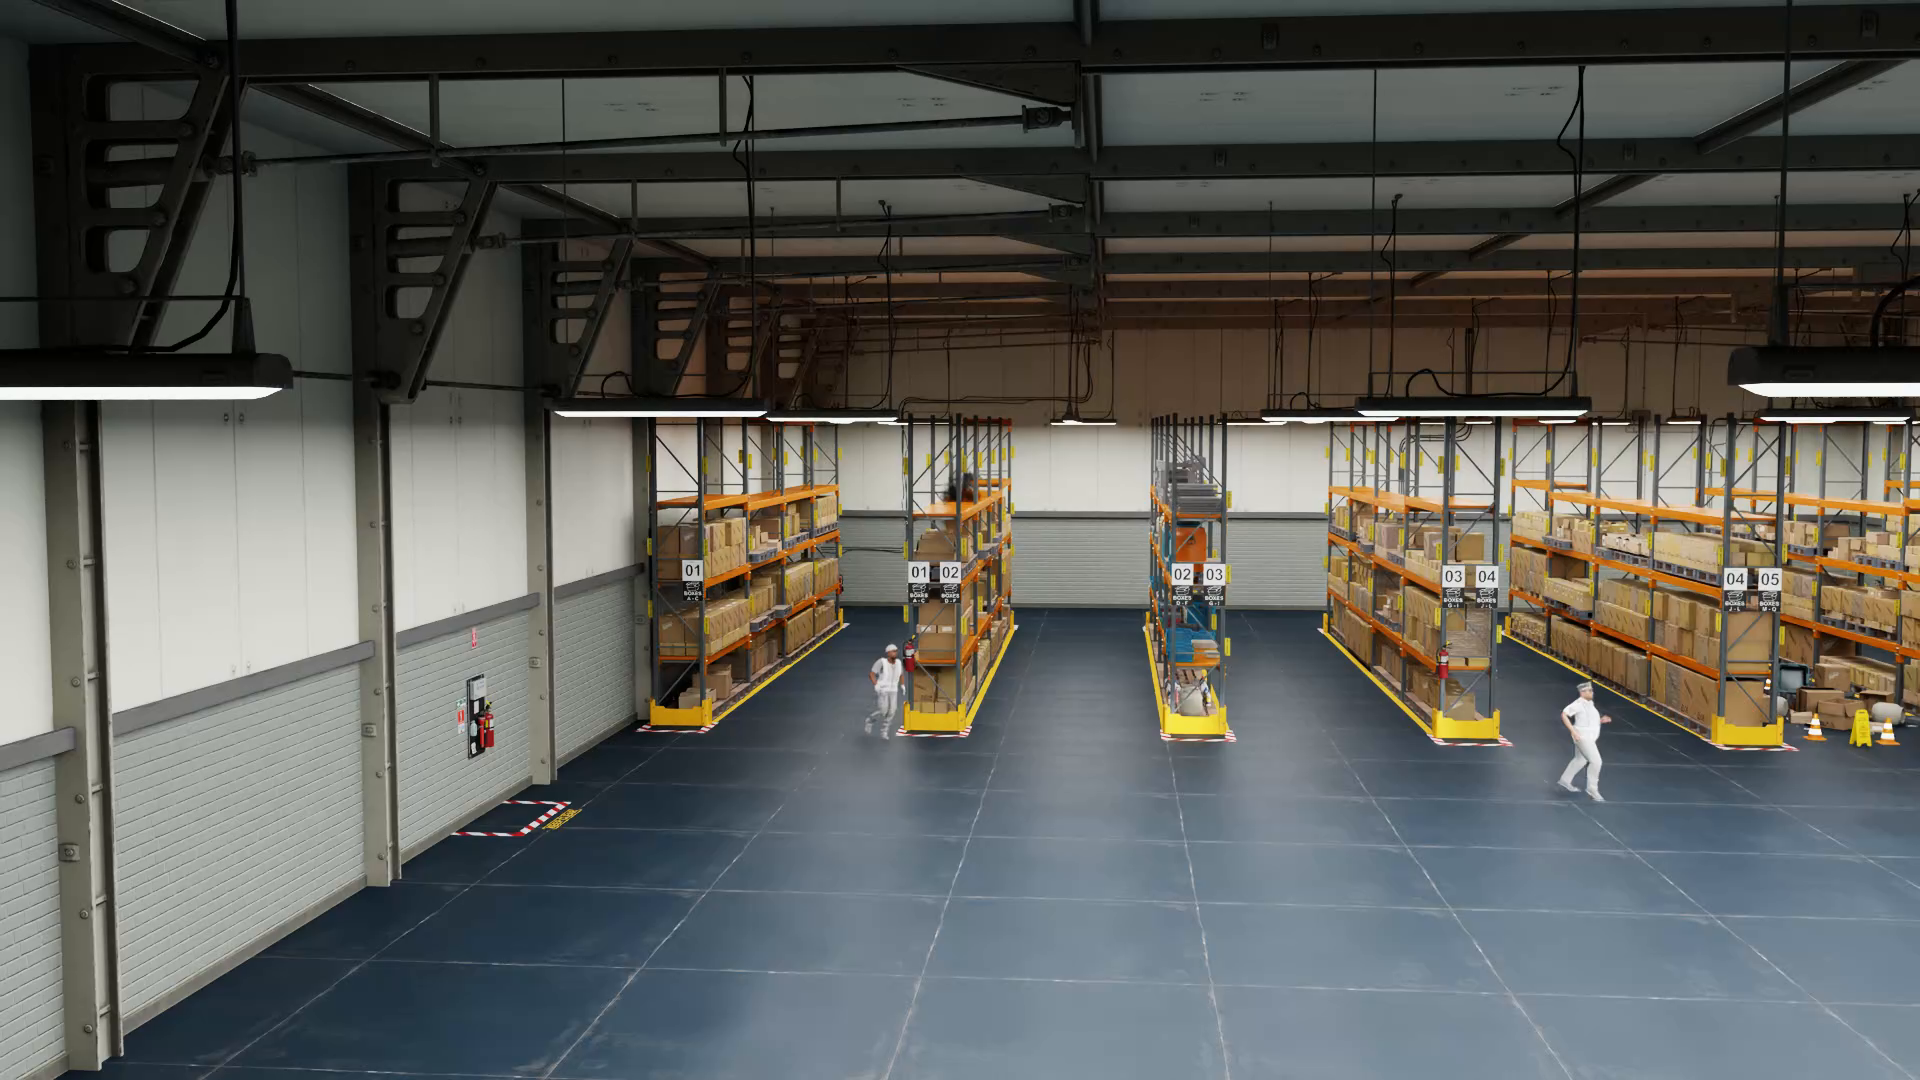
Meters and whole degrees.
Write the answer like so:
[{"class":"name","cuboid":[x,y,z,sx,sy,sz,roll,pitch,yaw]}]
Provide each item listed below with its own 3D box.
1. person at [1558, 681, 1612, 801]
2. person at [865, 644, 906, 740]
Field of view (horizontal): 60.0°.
[{"class":"person","cuboid":[9.680,3.105,25.790,0.798,1.849,0.637,3,5,34]},{"class":"person","cuboid":[-1.335,2.788,30.755,0.736,1.729,0.649,-3,5,-36]}]
